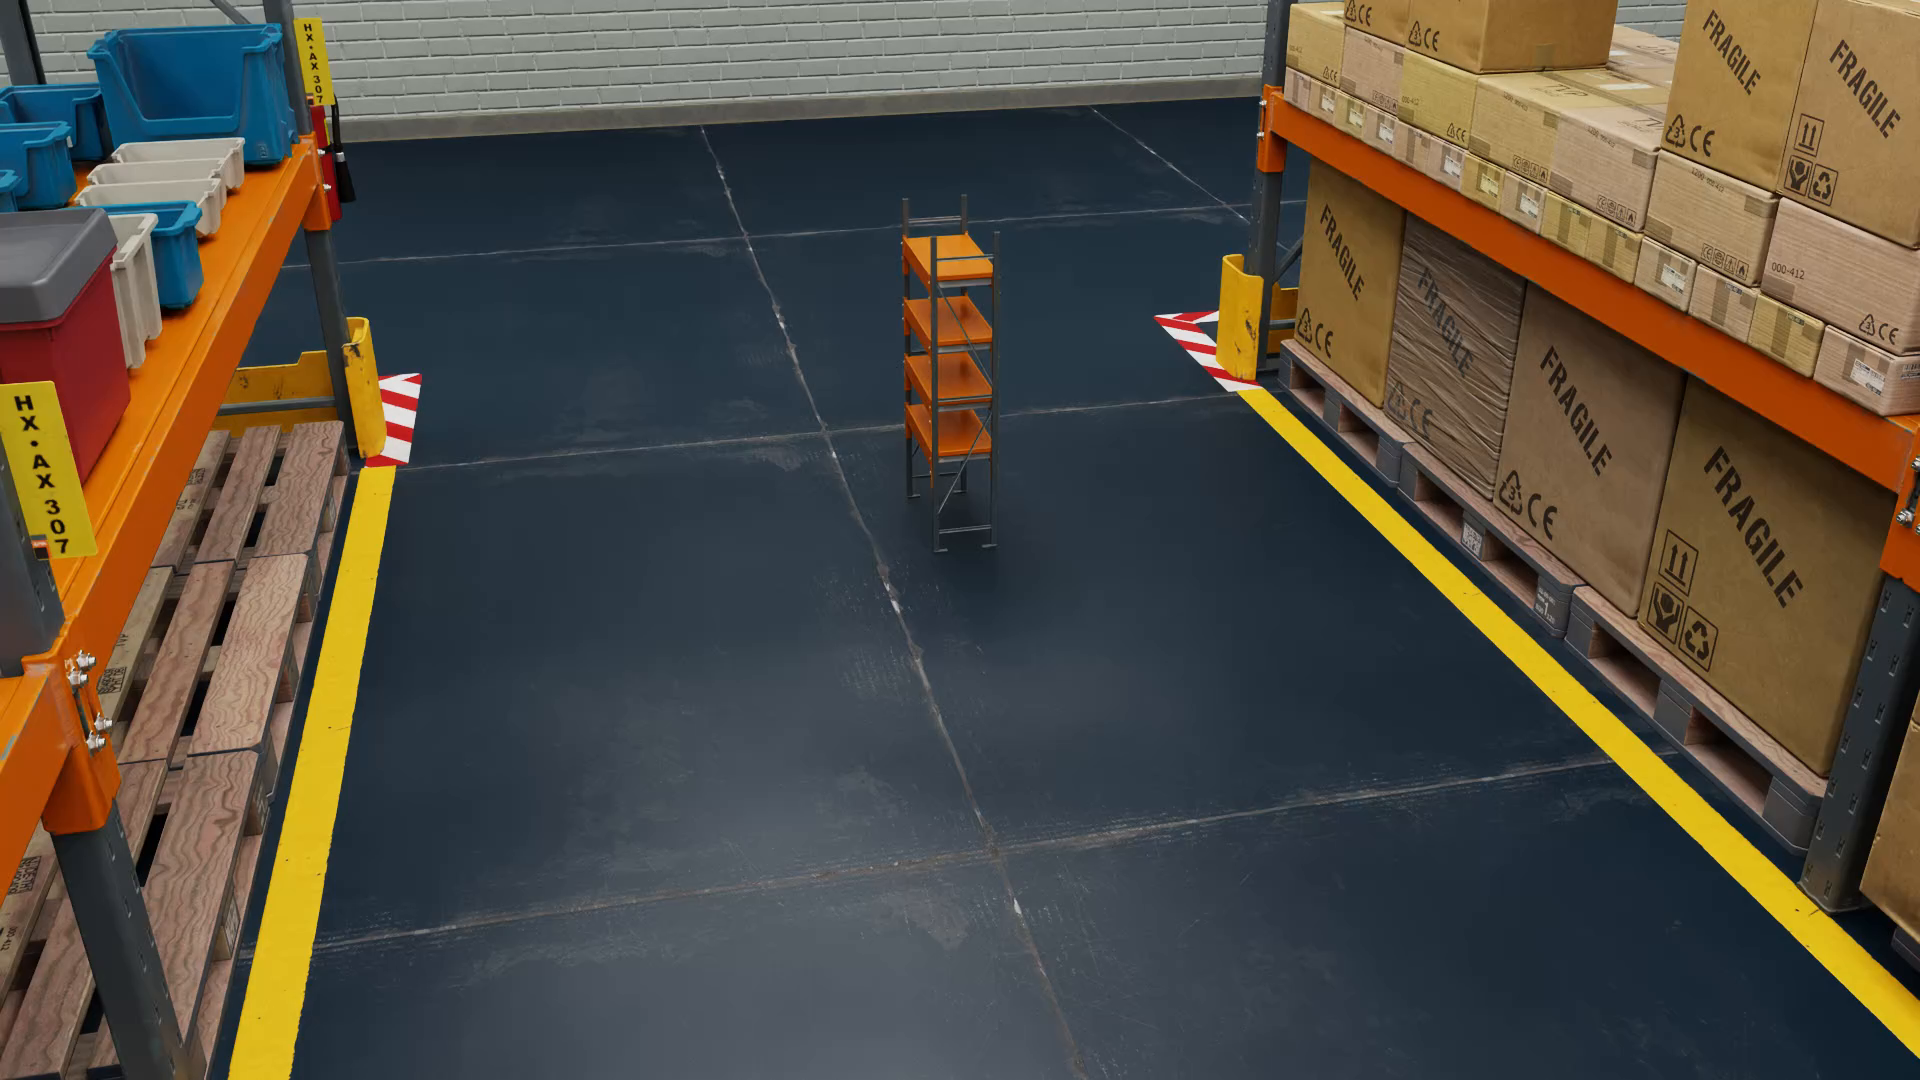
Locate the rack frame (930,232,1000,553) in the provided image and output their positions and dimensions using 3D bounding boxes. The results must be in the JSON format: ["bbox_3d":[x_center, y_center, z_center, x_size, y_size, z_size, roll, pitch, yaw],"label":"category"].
[{"bbox_3d":[0.018,-0.501,5.911,0.240,1.200,0.015,-6,27,-12],"label":"rack frame"}]

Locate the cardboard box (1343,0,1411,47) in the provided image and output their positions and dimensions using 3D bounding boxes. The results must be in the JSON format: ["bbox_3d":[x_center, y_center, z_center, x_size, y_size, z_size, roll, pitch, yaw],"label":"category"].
[{"bbox_3d":[1.781,-2.139,6.162,0.500,0.500,0.500,-7,28,-13],"label":"cardboard box"}]

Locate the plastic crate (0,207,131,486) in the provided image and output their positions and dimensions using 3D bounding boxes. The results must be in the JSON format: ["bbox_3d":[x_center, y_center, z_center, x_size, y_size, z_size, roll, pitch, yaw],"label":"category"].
[{"bbox_3d":[-2.058,-0.409,3.595,0.402,0.464,0.583,-6,27,-12],"label":"plastic crate"}]

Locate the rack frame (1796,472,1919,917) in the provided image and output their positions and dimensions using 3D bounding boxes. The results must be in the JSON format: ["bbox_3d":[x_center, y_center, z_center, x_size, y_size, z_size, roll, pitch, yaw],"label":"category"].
[{"bbox_3d":[2.725,-0.440,3.792,1.000,3.000,0.127,-6,27,-12],"label":"rack frame"}]

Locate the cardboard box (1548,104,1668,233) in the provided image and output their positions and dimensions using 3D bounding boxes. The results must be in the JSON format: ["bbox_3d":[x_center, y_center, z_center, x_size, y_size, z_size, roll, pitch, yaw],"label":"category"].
[{"bbox_3d":[2.135,-1.124,4.983,0.500,0.250,0.500,-5,27,-11],"label":"cardboard box"}]

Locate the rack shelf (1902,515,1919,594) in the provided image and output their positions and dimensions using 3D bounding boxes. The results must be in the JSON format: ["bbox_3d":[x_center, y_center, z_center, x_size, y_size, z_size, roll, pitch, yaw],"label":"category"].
[{"bbox_3d":[3.176,0.760,2.214,1.077,0.370,4.000,-6,27,-12],"label":"rack shelf"}]

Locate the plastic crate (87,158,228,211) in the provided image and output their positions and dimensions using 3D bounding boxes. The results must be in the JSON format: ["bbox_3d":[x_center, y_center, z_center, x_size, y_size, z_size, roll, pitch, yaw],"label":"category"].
[{"bbox_3d":[-2.591,-1.133,5.393,0.396,0.136,0.243,-6,27,-12],"label":"plastic crate"}]

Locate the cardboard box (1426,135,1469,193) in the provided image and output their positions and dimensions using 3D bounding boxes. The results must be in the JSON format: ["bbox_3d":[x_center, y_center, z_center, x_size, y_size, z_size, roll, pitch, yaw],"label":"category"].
[{"bbox_3d":[1.874,-1.330,5.835,0.380,0.149,0.250,-6,27,-12],"label":"cardboard box"}]

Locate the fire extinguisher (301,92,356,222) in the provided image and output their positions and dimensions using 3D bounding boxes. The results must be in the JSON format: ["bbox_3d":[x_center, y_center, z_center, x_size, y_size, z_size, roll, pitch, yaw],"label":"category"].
[{"bbox_3d":[-2.593,-1.604,6.599,0.296,0.674,0.183,-6,27,-12],"label":"fire extinguisher"}]

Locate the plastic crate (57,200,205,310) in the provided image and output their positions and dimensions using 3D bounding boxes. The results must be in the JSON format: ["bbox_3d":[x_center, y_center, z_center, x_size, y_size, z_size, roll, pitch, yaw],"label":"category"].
[{"bbox_3d":[-2.290,-0.769,4.564,0.416,0.233,0.300,-6,27,-12],"label":"plastic crate"}]

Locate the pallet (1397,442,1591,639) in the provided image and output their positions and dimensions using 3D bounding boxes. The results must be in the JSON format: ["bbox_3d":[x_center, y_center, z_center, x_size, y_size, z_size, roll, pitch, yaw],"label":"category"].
[{"bbox_3d":[2.351,-0.073,6.161,1.003,0.211,1.213,-6,27,-12],"label":"pallet"}]

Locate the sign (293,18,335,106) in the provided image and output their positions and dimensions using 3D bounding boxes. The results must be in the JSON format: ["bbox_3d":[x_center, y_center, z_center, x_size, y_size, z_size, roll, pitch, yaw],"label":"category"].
[{"bbox_3d":[-2.470,-1.828,6.362,0.100,0.325,0.005,-6,27,-12],"label":"sign"}]

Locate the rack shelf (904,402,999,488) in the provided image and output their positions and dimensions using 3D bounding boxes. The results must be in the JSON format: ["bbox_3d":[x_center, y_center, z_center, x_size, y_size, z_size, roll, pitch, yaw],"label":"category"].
[{"bbox_3d":[-0.037,-0.371,6.243,0.258,0.148,0.480,-6,27,-12],"label":"rack shelf"}]

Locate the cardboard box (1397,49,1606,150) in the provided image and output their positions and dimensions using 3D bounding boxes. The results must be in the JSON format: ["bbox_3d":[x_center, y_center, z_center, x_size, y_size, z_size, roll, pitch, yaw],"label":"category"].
[{"bbox_3d":[1.902,-1.575,5.877,0.500,0.250,0.500,-7,28,-13],"label":"cardboard box"}]

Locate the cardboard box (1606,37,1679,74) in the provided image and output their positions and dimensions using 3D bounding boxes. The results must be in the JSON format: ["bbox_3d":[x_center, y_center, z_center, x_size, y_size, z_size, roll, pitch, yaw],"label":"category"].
[{"bbox_3d":[2.420,-1.629,5.986,0.500,0.250,0.500,-7,28,-13],"label":"cardboard box"}]

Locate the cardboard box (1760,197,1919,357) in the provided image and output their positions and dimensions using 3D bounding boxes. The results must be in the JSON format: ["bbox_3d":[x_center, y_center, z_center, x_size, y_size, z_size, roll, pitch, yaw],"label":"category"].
[{"bbox_3d":[2.370,-0.673,4.090,0.500,0.250,0.500,-6,27,-13],"label":"cardboard box"}]

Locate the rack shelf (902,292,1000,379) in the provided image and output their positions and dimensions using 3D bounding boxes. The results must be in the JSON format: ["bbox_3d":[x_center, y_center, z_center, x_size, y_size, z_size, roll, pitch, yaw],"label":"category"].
[{"bbox_3d":[-0.037,-0.748,6.053,0.258,0.148,0.480,-6,27,-12],"label":"rack shelf"}]

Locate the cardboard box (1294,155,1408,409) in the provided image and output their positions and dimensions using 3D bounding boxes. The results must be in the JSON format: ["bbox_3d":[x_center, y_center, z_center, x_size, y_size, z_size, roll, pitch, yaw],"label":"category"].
[{"bbox_3d":[2.046,-1.162,7.115,0.875,0.875,0.875,-6,27,-12],"label":"cardboard box"}]

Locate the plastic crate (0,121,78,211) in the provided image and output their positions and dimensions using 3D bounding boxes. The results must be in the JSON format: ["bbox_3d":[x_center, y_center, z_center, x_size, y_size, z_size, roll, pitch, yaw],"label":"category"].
[{"bbox_3d":[-3.119,-1.214,5.445,0.416,0.233,0.300,-6,27,-12],"label":"plastic crate"}]

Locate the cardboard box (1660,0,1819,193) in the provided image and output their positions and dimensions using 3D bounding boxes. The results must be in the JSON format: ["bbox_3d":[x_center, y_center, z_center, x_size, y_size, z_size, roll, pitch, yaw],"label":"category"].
[{"bbox_3d":[2.252,-1.235,4.372,0.500,0.500,0.500,-6,27,-11],"label":"cardboard box"}]

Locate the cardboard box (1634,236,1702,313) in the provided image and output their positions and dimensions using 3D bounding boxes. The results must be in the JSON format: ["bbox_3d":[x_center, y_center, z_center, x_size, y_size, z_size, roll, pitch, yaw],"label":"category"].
[{"bbox_3d":[2.163,-0.767,4.719,0.380,0.149,0.250,-5,27,-11],"label":"cardboard box"}]

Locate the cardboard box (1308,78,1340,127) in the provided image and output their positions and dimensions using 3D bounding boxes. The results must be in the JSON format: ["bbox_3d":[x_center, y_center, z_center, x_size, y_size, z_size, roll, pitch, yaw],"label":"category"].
[{"bbox_3d":[1.641,-1.782,6.730,0.380,0.149,0.250,-6,27,-12],"label":"cardboard box"}]

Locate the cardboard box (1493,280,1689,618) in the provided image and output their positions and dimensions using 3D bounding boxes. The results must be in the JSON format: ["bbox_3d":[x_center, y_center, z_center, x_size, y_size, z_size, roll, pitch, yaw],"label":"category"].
[{"bbox_3d":[2.451,-0.371,5.549,0.875,0.875,0.875,-6,27,-12],"label":"cardboard box"}]

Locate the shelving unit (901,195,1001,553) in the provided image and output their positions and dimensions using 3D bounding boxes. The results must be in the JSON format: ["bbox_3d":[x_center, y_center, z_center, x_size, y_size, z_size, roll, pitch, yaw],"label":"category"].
[{"bbox_3d":[-0.037,-0.608,6.124,0.258,1.200,0.503,-6,27,-12],"label":"shelving unit"}]

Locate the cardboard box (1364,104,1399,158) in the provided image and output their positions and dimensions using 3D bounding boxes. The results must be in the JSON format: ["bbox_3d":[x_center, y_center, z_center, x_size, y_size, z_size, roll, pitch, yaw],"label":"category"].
[{"bbox_3d":[1.759,-1.555,6.280,0.380,0.149,0.250,-6,27,-12],"label":"cardboard box"}]

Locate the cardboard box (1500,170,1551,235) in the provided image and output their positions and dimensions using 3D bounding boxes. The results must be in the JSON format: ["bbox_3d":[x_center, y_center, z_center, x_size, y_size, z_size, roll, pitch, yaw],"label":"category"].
[{"bbox_3d":[1.991,-1.104,5.387,0.380,0.149,0.250,-6,27,-11],"label":"cardboard box"}]

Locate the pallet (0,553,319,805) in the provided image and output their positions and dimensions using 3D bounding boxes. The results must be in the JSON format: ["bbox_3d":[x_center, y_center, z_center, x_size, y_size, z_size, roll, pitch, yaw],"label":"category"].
[{"bbox_3d":[-2.583,0.453,5.119,1.003,0.211,1.213,-6,27,-12],"label":"pallet"}]

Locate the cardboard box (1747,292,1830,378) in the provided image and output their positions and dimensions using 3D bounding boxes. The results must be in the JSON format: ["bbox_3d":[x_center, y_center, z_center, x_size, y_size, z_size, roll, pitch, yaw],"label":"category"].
[{"bbox_3d":[2.278,-0.541,4.272,0.380,0.149,0.250,-5,27,-11],"label":"cardboard box"}]

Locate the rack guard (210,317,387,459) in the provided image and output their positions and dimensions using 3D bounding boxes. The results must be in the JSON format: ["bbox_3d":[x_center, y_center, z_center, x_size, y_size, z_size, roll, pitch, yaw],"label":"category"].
[{"bbox_3d":[-3.020,-0.586,6.856,1.175,0.500,0.348,-6,27,-12],"label":"rack guard"}]

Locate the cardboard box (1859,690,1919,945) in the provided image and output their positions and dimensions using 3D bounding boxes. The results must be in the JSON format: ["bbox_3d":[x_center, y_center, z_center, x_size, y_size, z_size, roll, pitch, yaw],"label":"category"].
[{"bbox_3d":[2.888,0.600,3.623,1.225,0.875,0.875,-6,27,-11],"label":"cardboard box"}]

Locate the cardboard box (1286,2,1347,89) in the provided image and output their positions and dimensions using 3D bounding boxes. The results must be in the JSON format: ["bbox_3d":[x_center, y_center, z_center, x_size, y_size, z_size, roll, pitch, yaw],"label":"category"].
[{"bbox_3d":[1.668,-2.023,6.766,0.500,0.250,0.500,-7,28,-13],"label":"cardboard box"}]

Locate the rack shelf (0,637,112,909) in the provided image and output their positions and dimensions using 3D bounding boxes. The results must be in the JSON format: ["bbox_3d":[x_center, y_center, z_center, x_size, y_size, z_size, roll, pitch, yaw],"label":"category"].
[{"bbox_3d":[-1.650,1.263,1.218,1.077,0.370,4.000,-6,27,-12],"label":"rack shelf"}]

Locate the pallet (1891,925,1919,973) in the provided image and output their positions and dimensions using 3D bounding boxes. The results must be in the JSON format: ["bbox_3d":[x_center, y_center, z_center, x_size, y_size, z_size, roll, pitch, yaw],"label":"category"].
[{"bbox_3d":[2.972,1.136,3.764,1.003,0.211,1.213,-6,27,-12],"label":"pallet"}]
